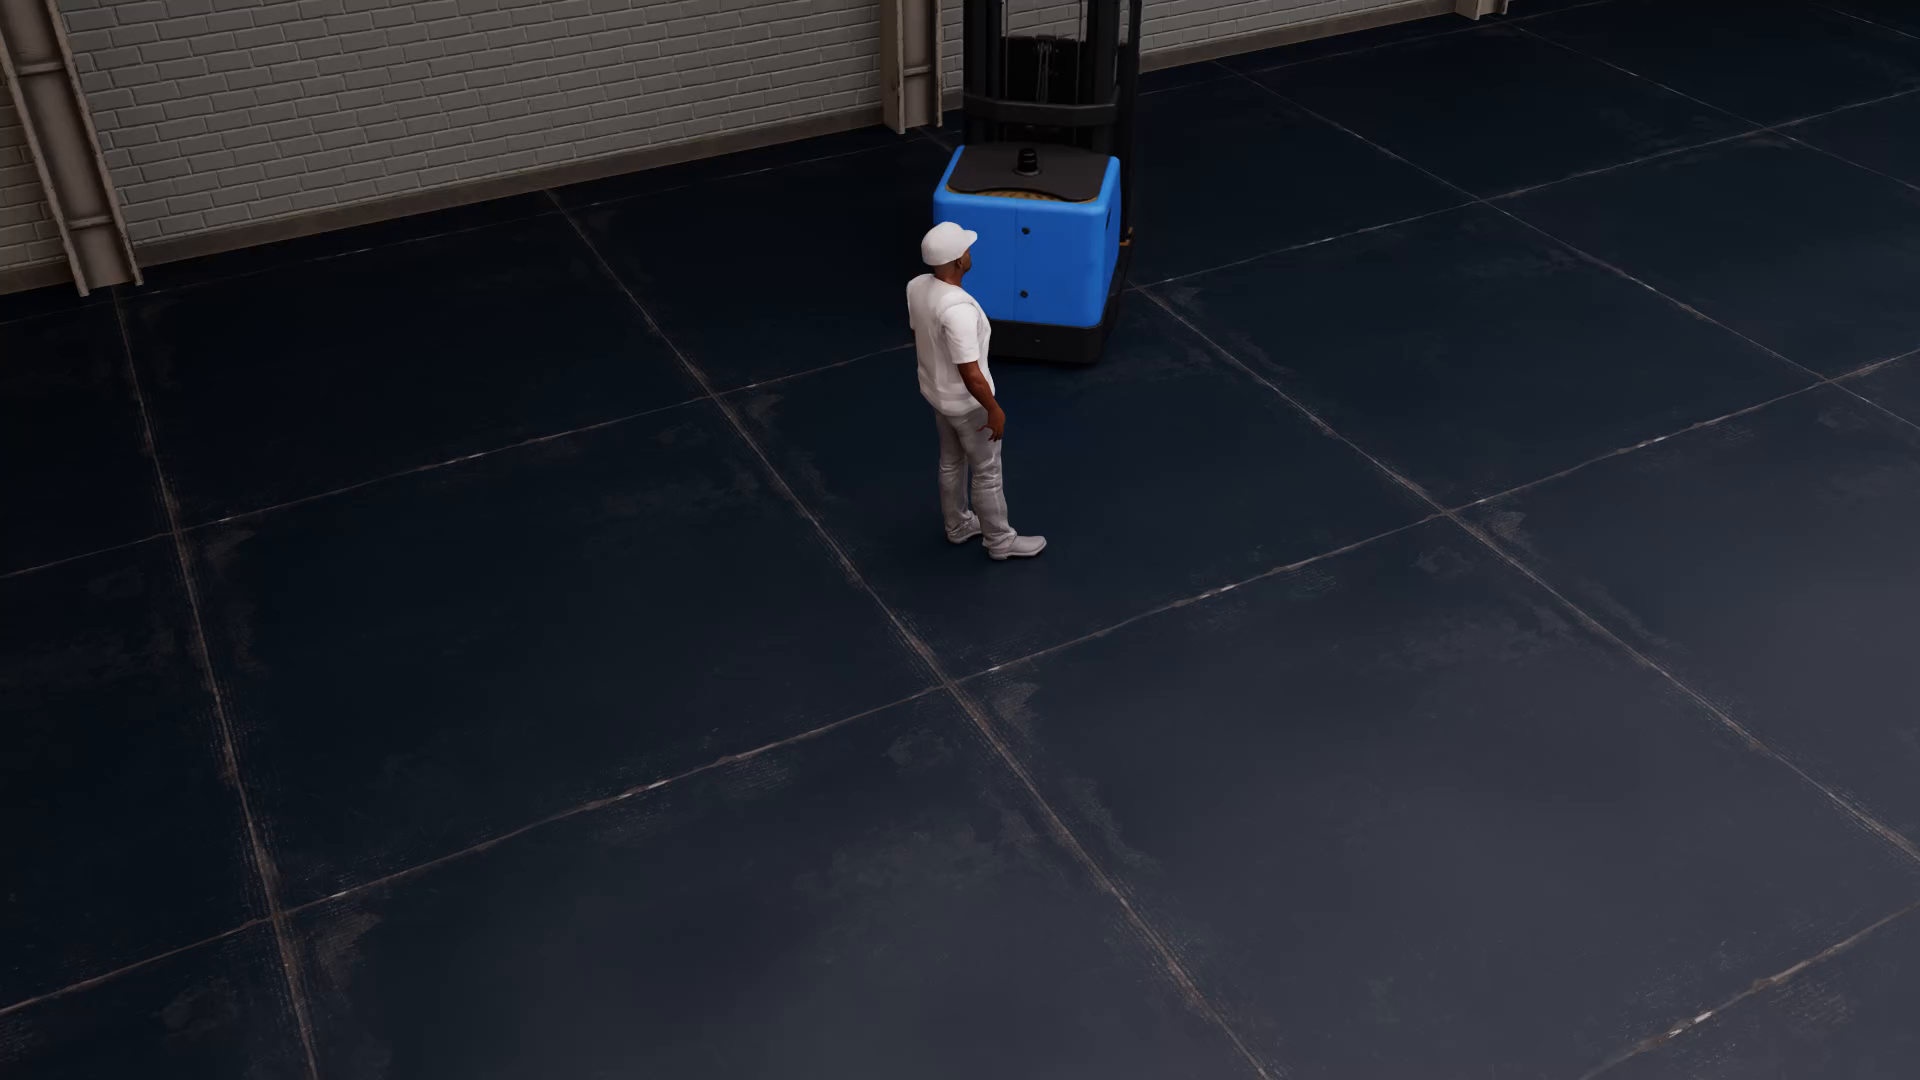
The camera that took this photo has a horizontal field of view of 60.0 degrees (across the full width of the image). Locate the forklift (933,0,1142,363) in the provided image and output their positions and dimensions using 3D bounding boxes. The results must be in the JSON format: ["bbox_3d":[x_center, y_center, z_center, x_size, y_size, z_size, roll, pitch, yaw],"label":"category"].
[{"bbox_3d":[0.608,-3.110,10.523,1.130,2.935,3.031,6,36,9],"label":"forklift"}]

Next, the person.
[{"bbox_3d":[0.064,-0.743,8.172,0.575,1.768,0.666,-17,39,-23],"label":"person"}]
